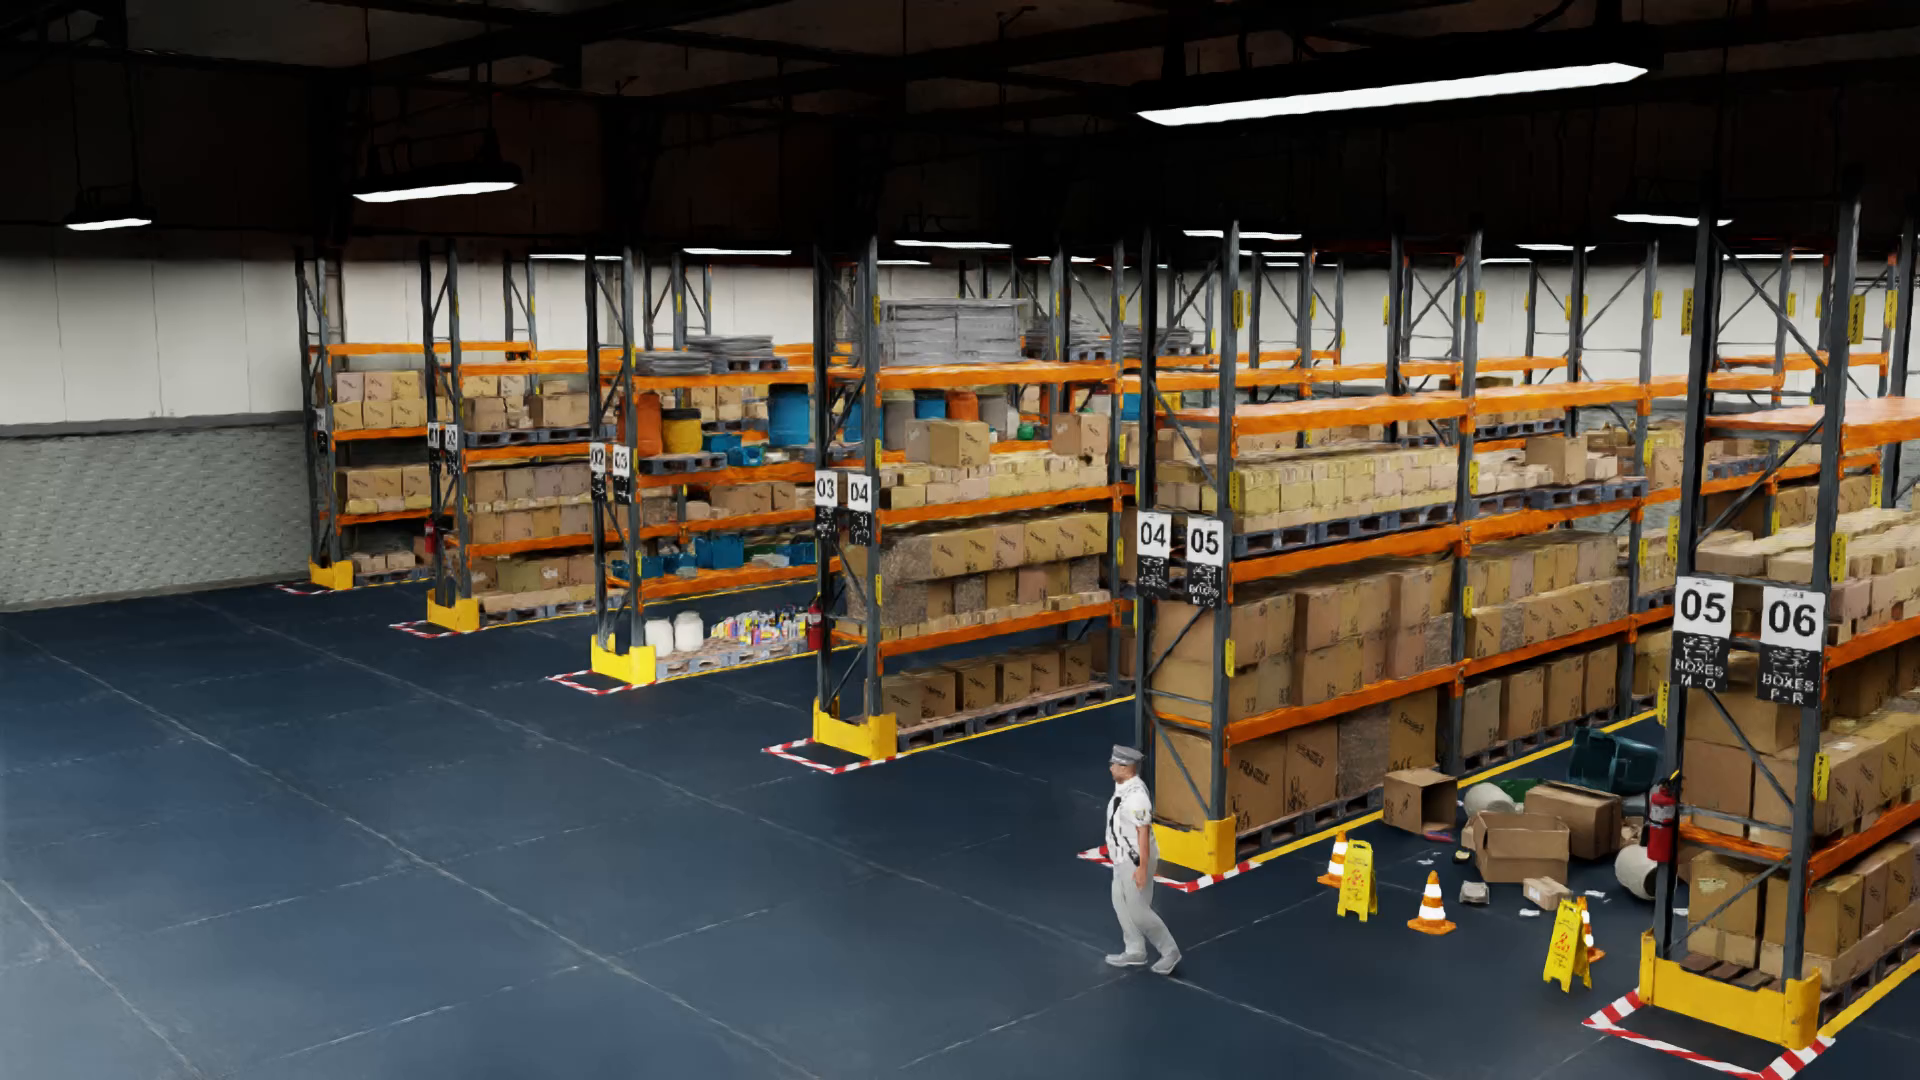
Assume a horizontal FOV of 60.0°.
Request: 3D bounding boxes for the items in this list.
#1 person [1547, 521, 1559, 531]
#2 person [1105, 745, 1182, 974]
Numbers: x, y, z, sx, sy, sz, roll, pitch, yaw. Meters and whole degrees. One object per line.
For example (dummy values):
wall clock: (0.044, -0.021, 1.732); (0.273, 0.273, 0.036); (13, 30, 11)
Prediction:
person: (9.688, 0.371, 26.970); (0.385, 1.678, 0.590); (7, 11, 39)
person: (1.410, 2.448, 12.793); (0.579, 1.745, 0.598); (-1, 8, -6)
